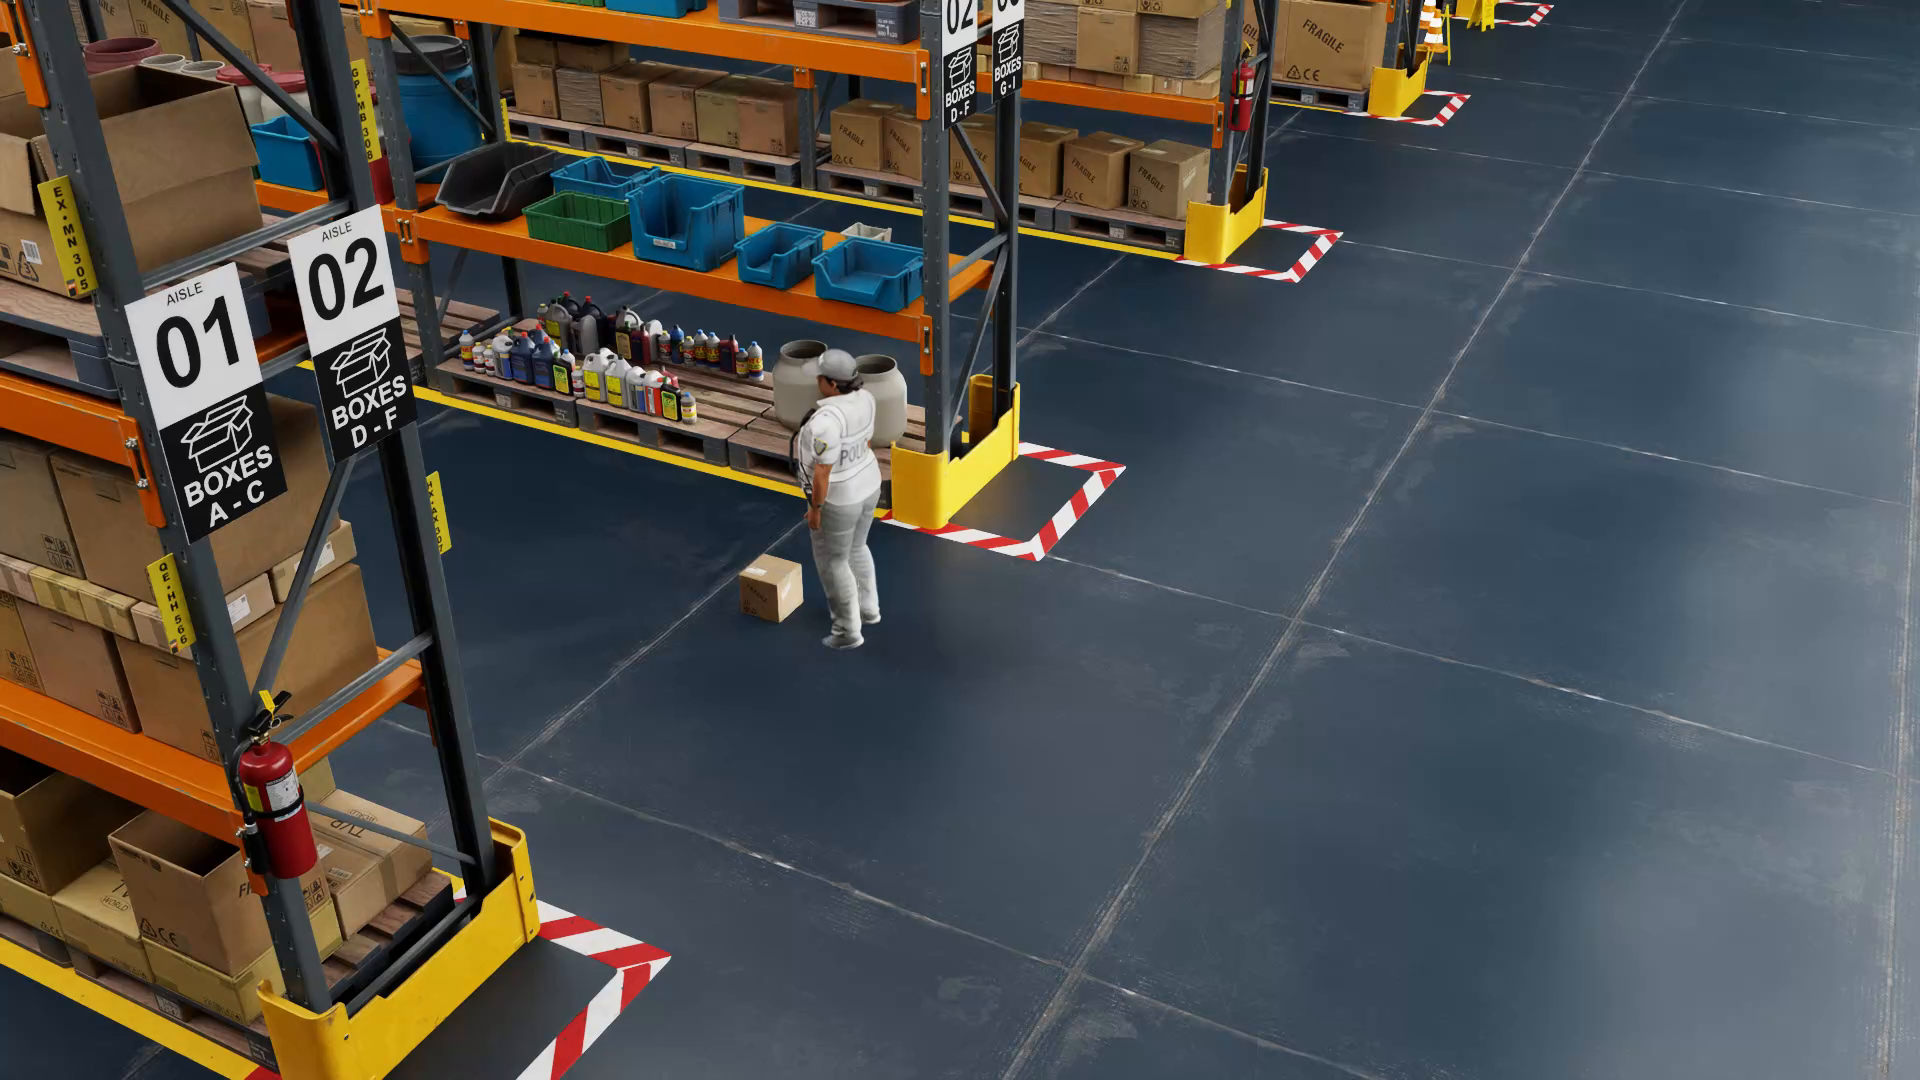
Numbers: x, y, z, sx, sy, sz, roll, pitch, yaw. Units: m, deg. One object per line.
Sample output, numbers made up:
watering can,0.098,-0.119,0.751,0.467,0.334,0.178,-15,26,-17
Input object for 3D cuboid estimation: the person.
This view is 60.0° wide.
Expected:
person,-0.634,-0.204,8.690,0.389,1.715,0.468,15,34,24
